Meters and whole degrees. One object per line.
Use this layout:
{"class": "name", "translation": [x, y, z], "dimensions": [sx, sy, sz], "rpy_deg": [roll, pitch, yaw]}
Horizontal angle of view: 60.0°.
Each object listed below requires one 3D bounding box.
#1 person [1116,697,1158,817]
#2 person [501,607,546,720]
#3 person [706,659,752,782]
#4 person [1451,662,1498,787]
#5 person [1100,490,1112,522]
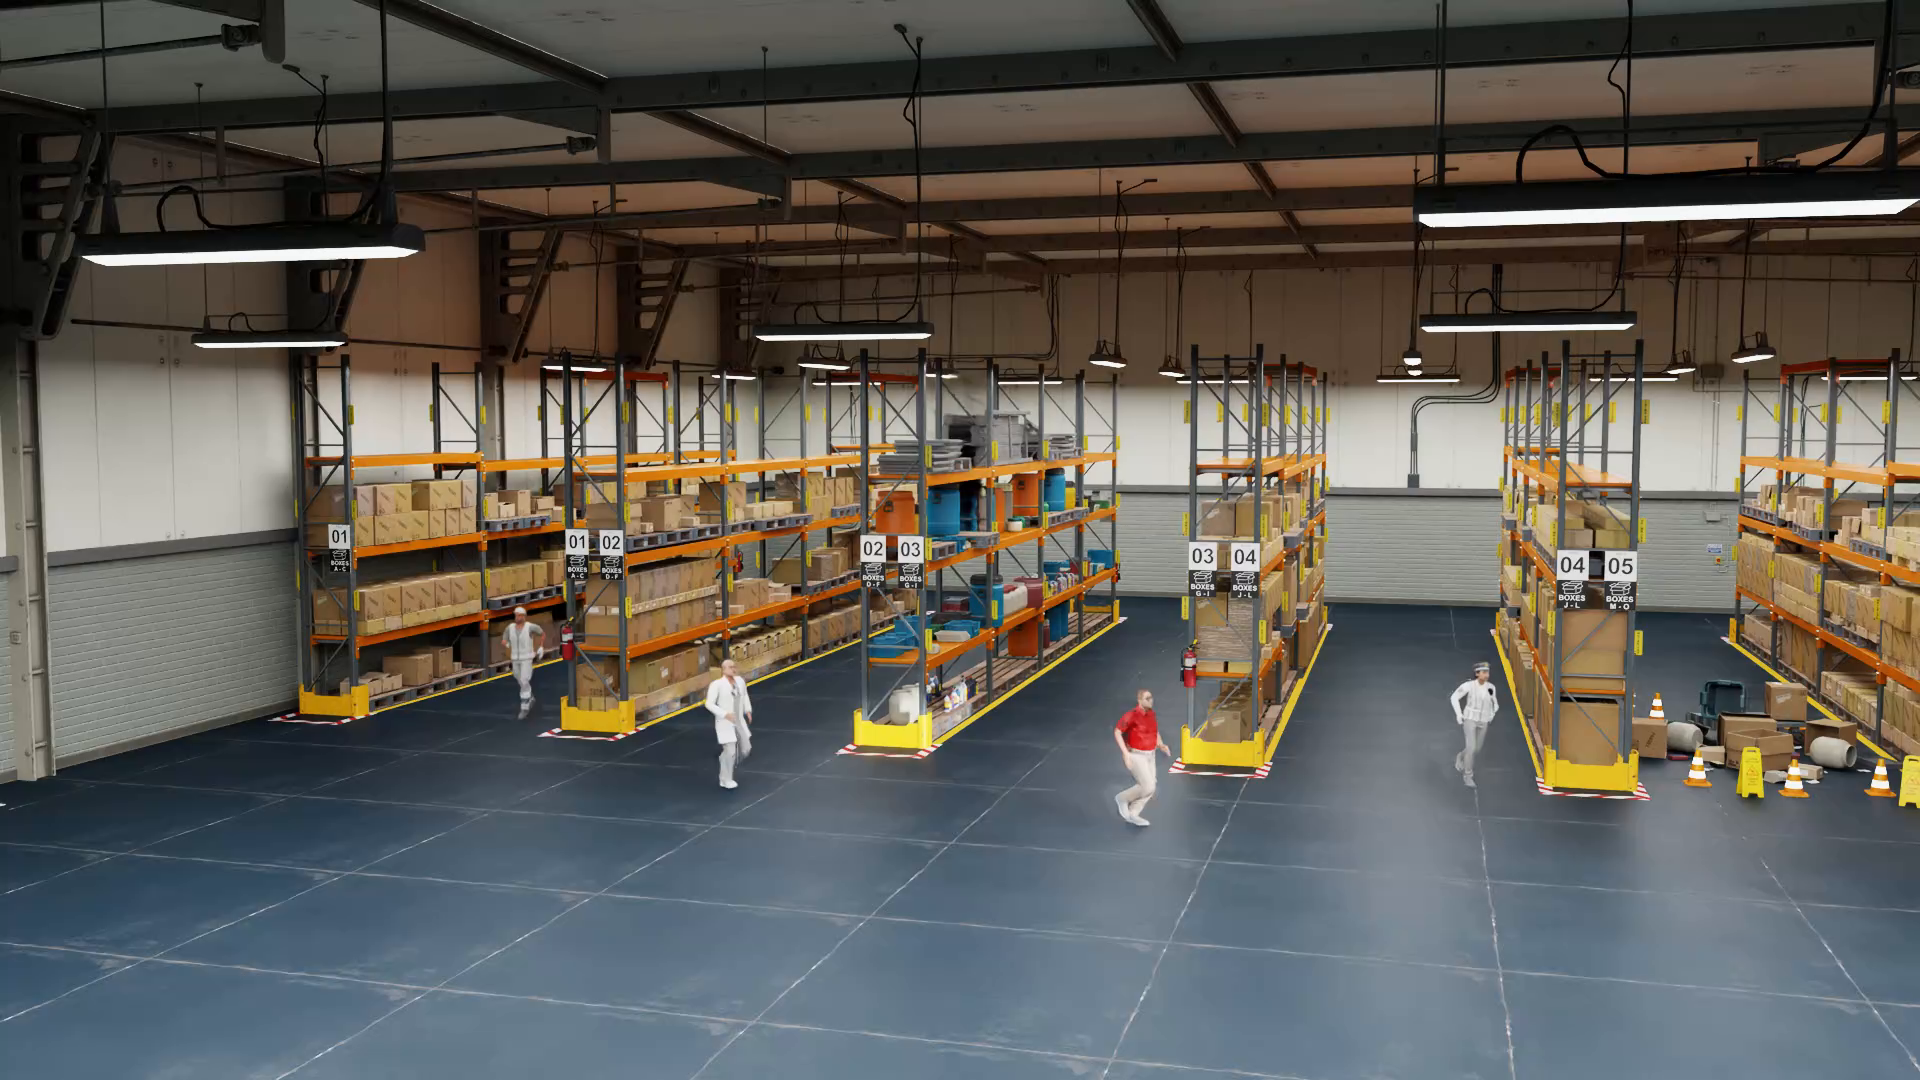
{"class": "person", "translation": [2.223, 2.646, 20.234], "dimensions": [0.495, 1.515, 0.631], "rpy_deg": [4, 6, 43]}
{"class": "person", "translation": [-7.266, 1.999, 27.578], "dimensions": [0.683, 1.808, 0.926], "rpy_deg": [1, 4, 12]}
{"class": "person", "translation": [-3.053, 2.430, 22.289], "dimensions": [0.602, 1.669, 0.759], "rpy_deg": [4, 6, 44]}
{"class": "person", "translation": [7.046, 2.495, 22.735], "dimensions": [0.652, 1.688, 0.737], "rpy_deg": [0, 4, -6]}
{"class": "person", "translation": [7.971, 1.391, 26.861], "dimensions": [2.455, 3.178, 28.859], "rpy_deg": [-2, 5, -22]}
